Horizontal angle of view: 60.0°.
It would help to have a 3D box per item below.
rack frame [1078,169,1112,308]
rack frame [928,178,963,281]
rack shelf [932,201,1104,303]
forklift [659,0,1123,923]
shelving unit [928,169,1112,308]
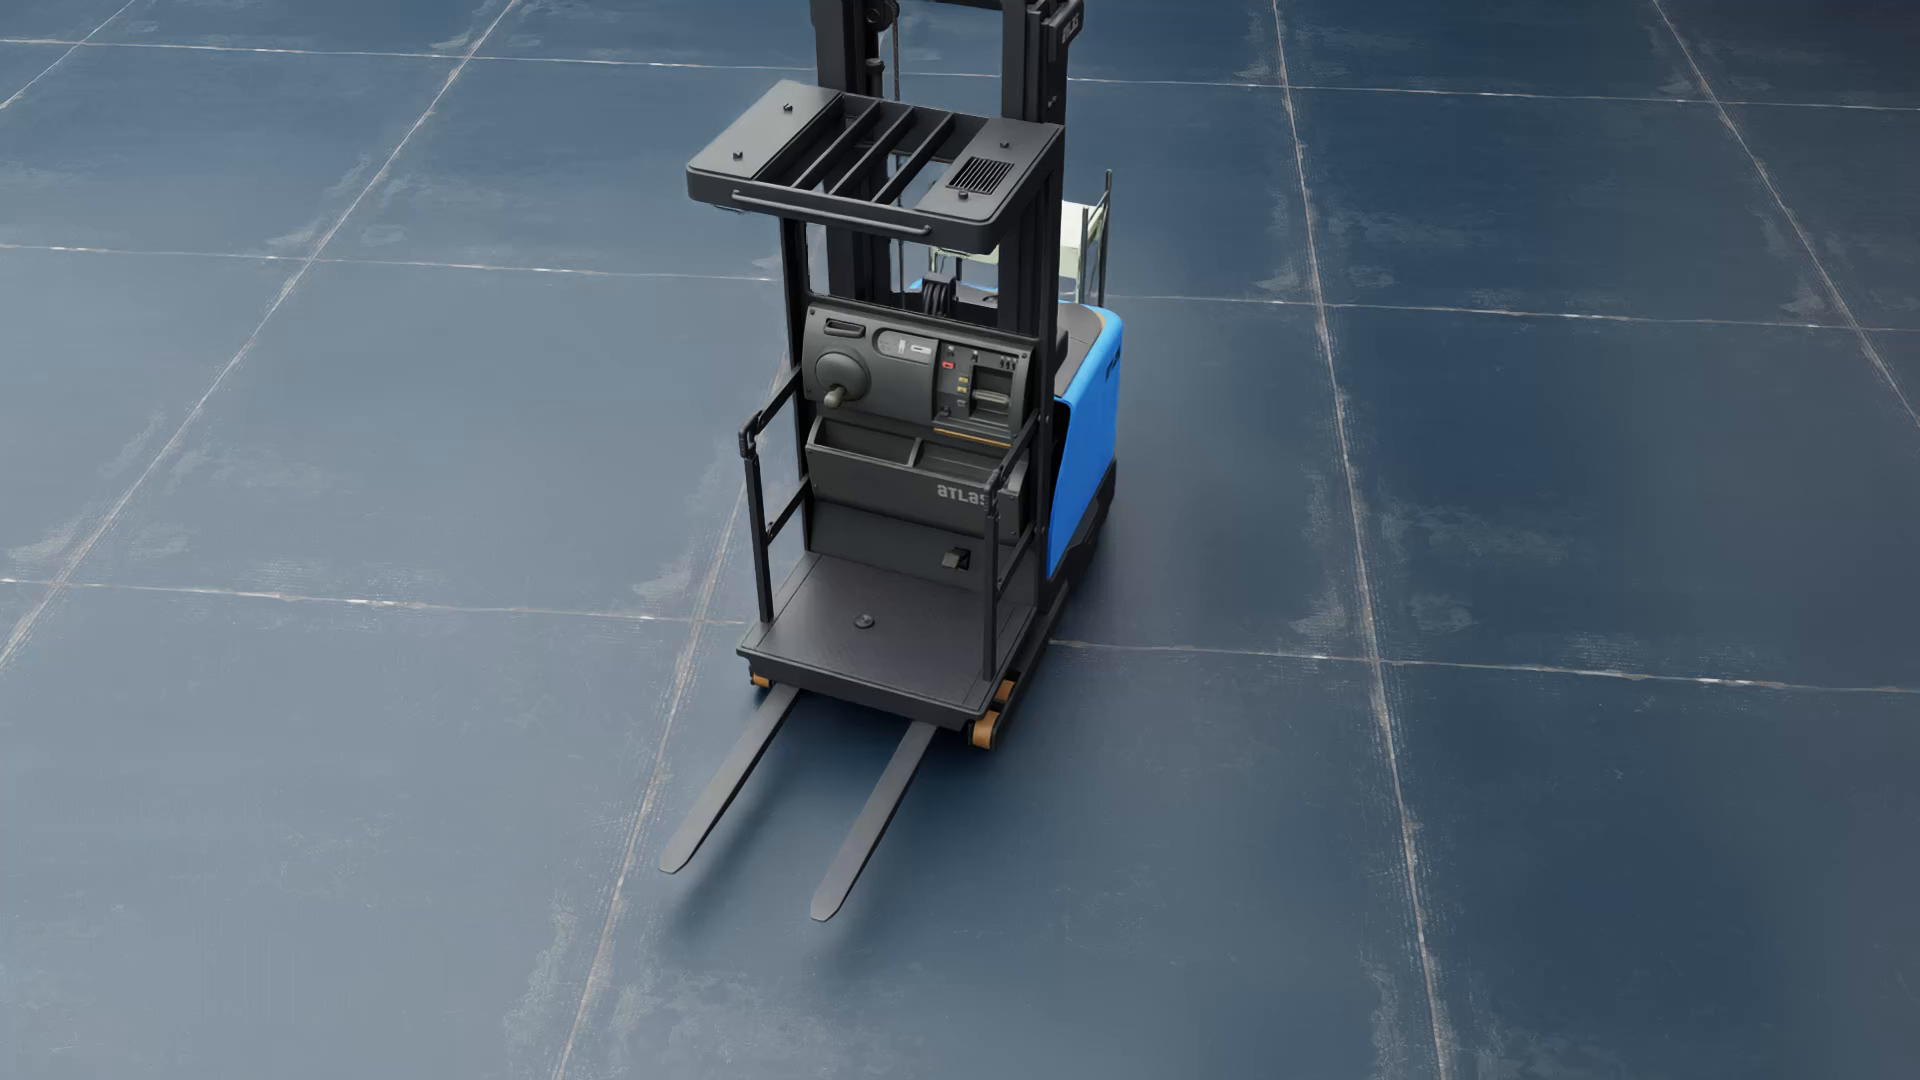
[{"bbox_3d":[0.620,-1.000,7.961,0.023,1.500,0.400,13,41,16],"label":"rack frame"},{"bbox_3d":[-0.067,-1.161,8.159,0.023,1.500,0.400,13,41,16],"label":"rack frame"},{"bbox_3d":[0.276,-1.383,7.813,0.720,0.370,0.431,13,41,16],"label":"rack shelf"},{"bbox_3d":[-0.251,-0.575,6.305,1.130,2.935,3.031,14,41,16],"label":"forklift"},{"bbox_3d":[0.276,-1.080,8.060,0.755,1.500,0.431,13,41,16],"label":"shelving unit"}]
